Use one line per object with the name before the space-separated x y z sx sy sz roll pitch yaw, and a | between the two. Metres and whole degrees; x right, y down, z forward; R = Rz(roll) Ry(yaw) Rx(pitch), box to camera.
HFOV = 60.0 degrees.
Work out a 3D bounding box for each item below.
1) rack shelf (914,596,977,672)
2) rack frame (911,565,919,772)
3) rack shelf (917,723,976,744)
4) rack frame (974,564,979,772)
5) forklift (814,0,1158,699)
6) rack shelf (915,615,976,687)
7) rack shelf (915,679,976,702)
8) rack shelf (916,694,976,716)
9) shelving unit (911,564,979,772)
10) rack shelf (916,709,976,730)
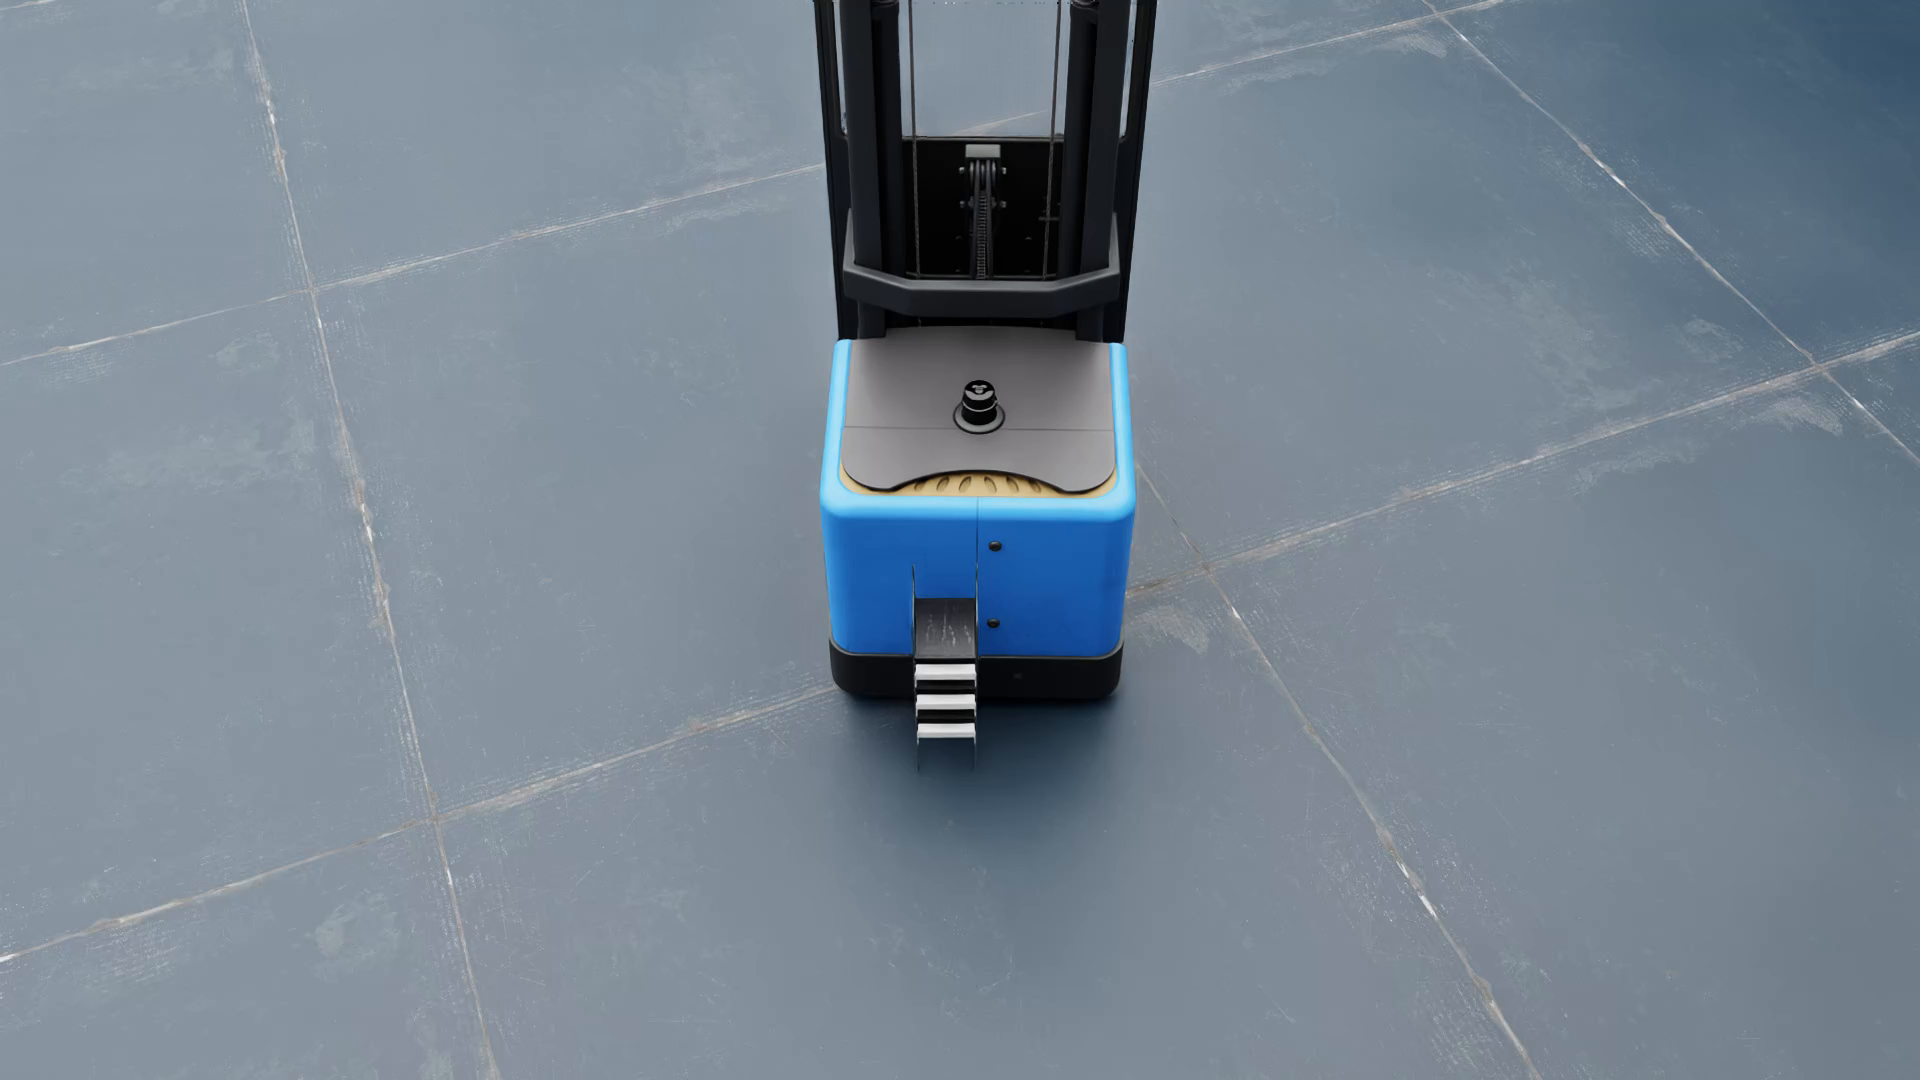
rack shelf | -0.048 0.305 5.416 0.200 0.077 0.258 0 52 0
rack frame | -0.149 0.451 5.602 0.006 0.900 0.240 0 52 0
rack shelf | -0.047 0.581 5.771 0.200 0.077 0.258 0 52 0
rack frame | 0.054 0.450 5.603 0.006 0.900 0.240 0 52 0
forklift | 0.085 -1.489 5.937 1.130 2.935 3.031 1 49 1
rack shelf | -0.048 0.360 5.487 0.200 0.077 0.258 0 52 0
rack shelf | -0.048 0.415 5.558 0.200 0.077 0.258 0 52 0
rack shelf | -0.047 0.471 5.629 0.200 0.077 0.258 0 52 0
shelving unit | -0.048 0.450 5.603 0.210 0.900 0.258 0 52 0
rack shelf | -0.047 0.526 5.700 0.200 0.077 0.258 0 52 0
